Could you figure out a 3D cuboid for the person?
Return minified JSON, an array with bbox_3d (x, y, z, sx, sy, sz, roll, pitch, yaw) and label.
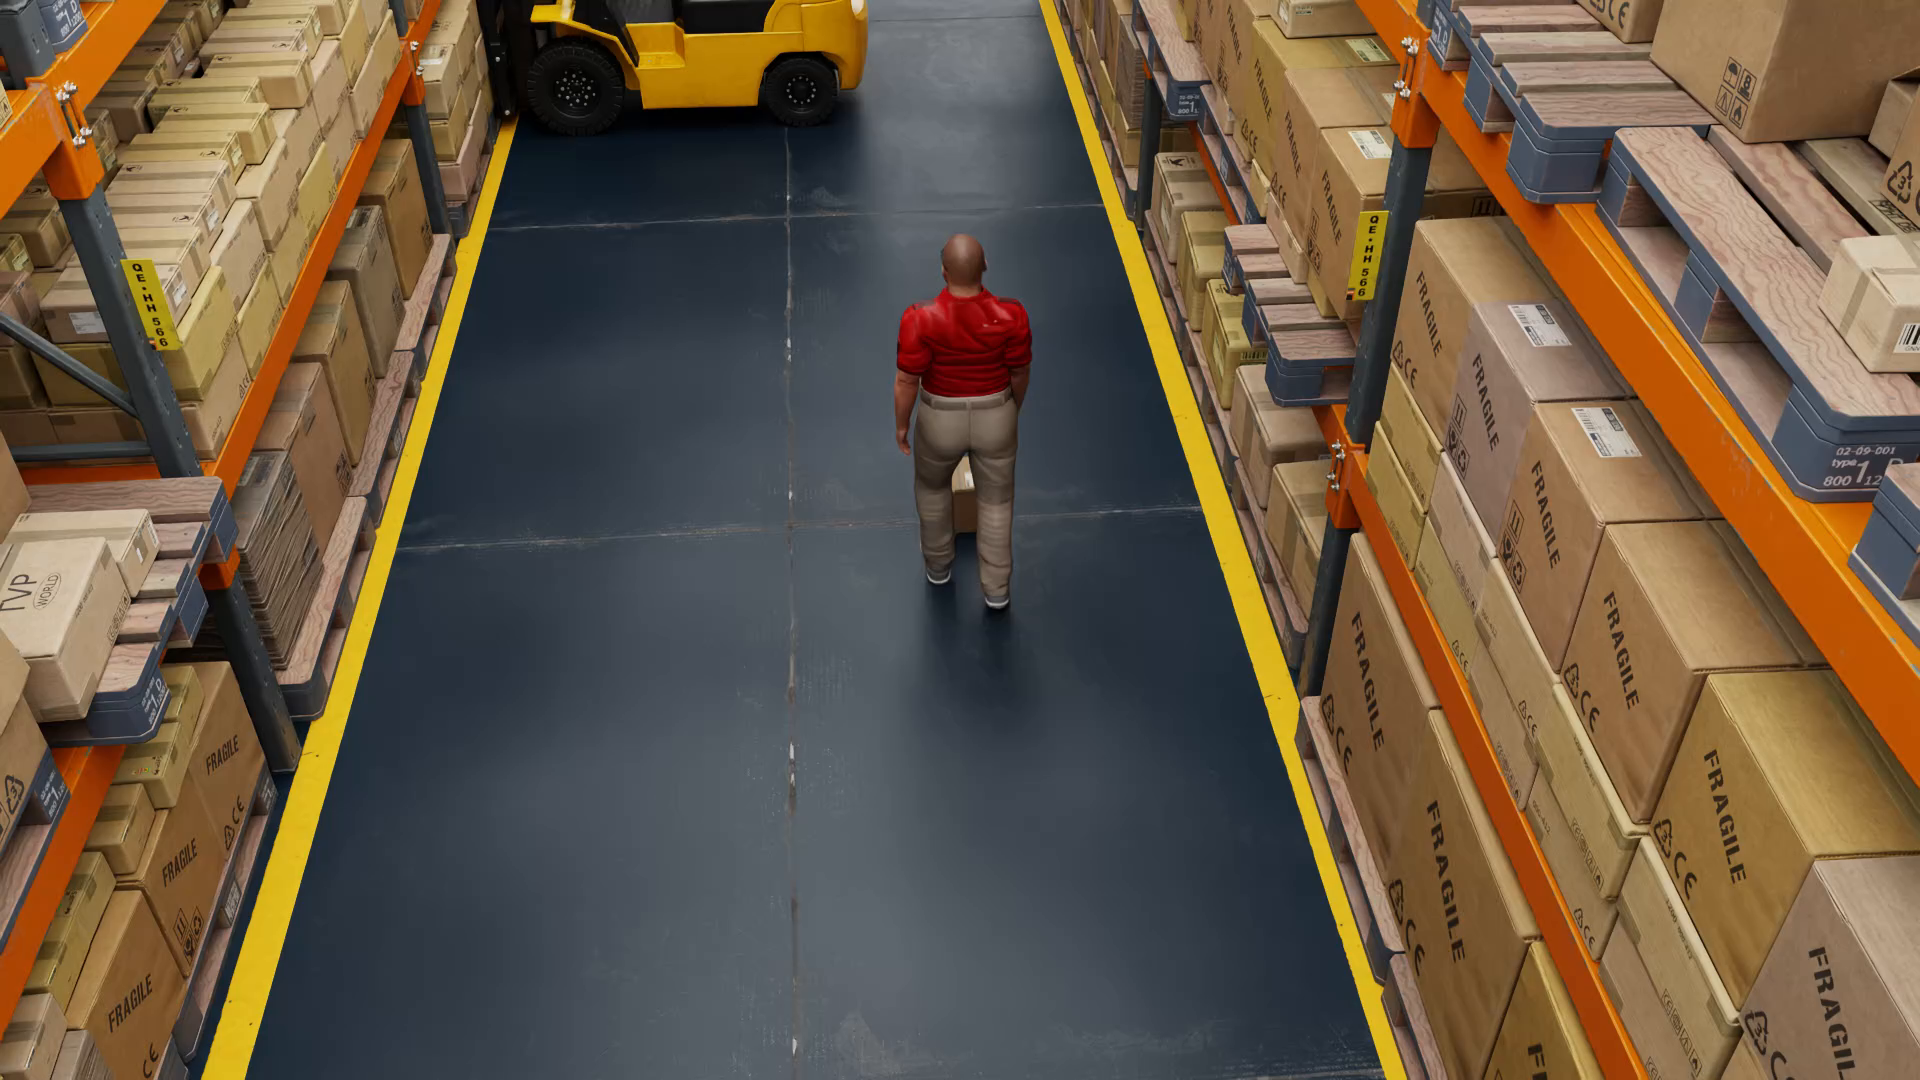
[{"bbox_3d":[0.005,-0.506,6.811,0.548,1.729,0.519,-2,39,-3],"label":"person"}]
